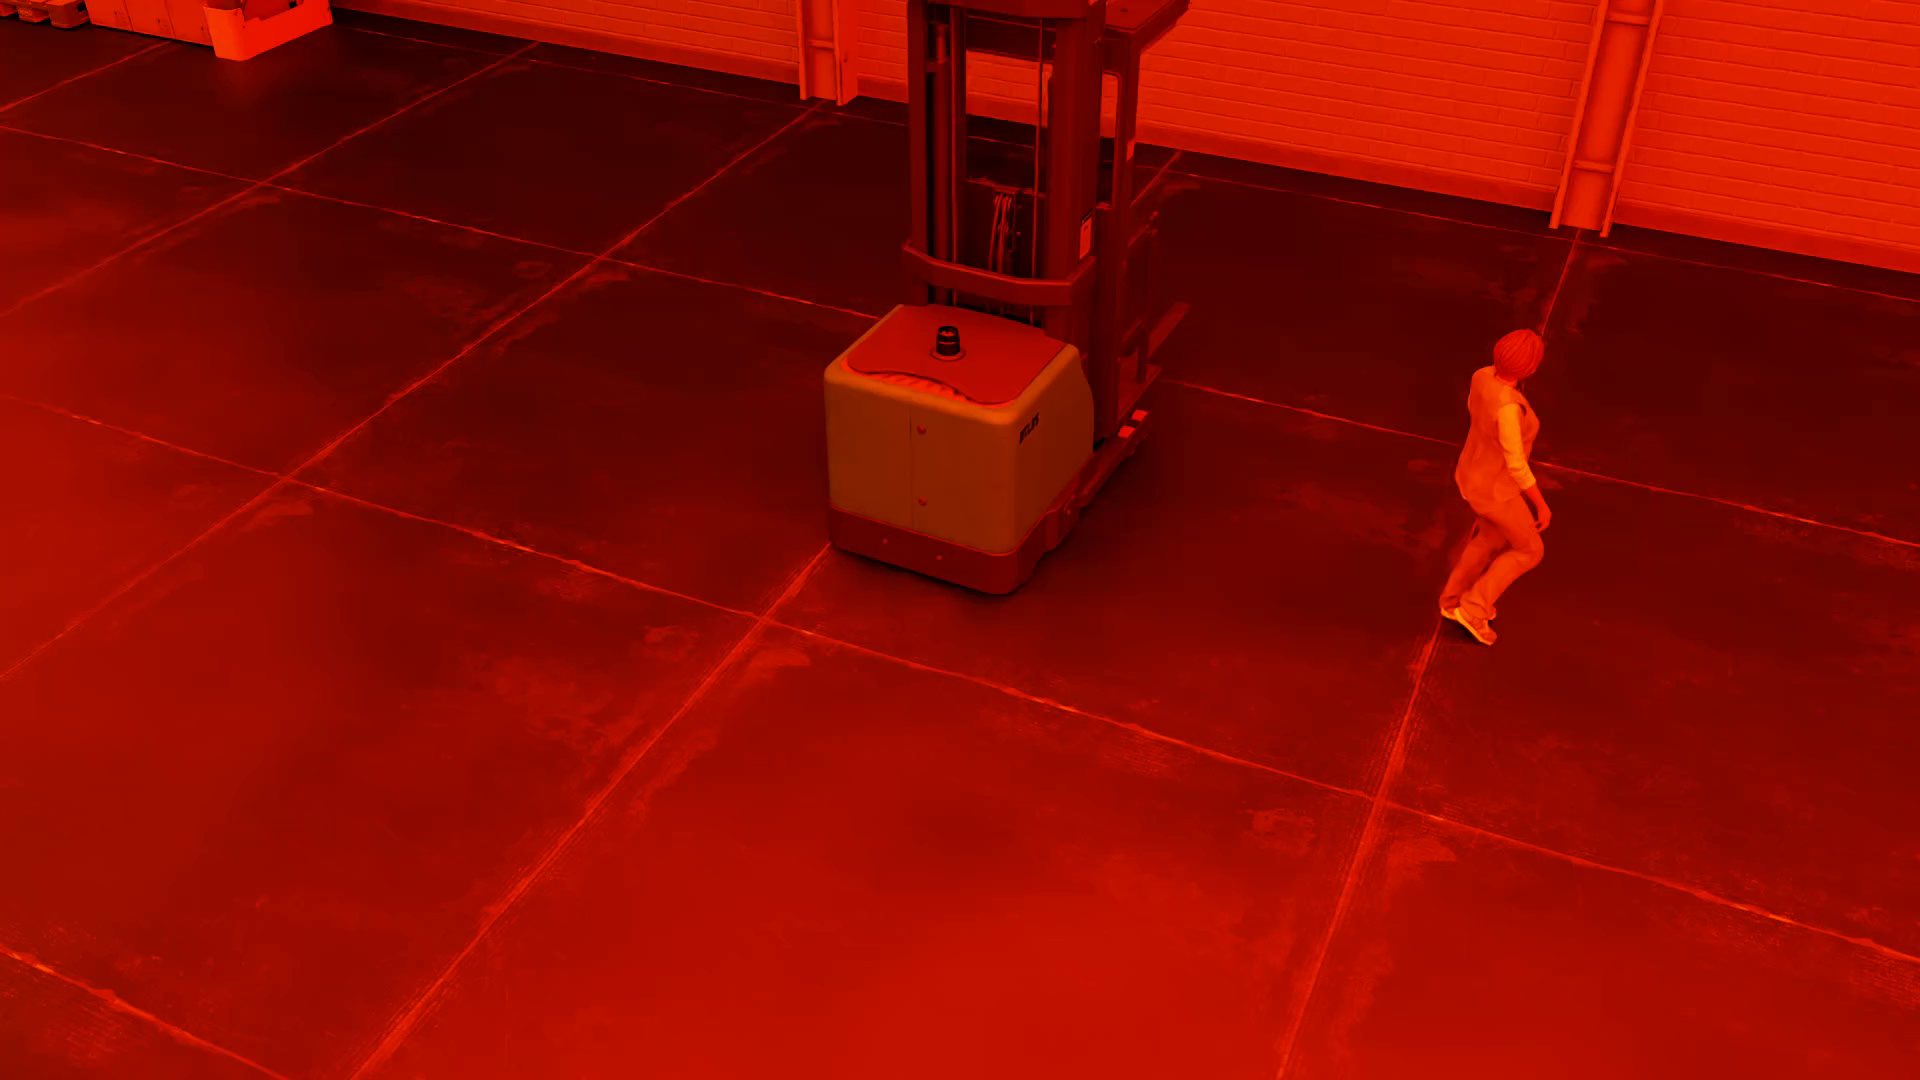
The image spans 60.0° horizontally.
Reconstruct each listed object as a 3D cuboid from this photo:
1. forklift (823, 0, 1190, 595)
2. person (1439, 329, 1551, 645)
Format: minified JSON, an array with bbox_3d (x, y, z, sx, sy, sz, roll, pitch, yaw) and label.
[{"bbox_3d":[0.444,-1.768,8.565,1.130,2.935,3.031,16,39,21],"label":"forklift"},{"bbox_3d":[2.481,-0.265,7.638,0.420,1.580,0.686,1,36,2],"label":"person"}]
